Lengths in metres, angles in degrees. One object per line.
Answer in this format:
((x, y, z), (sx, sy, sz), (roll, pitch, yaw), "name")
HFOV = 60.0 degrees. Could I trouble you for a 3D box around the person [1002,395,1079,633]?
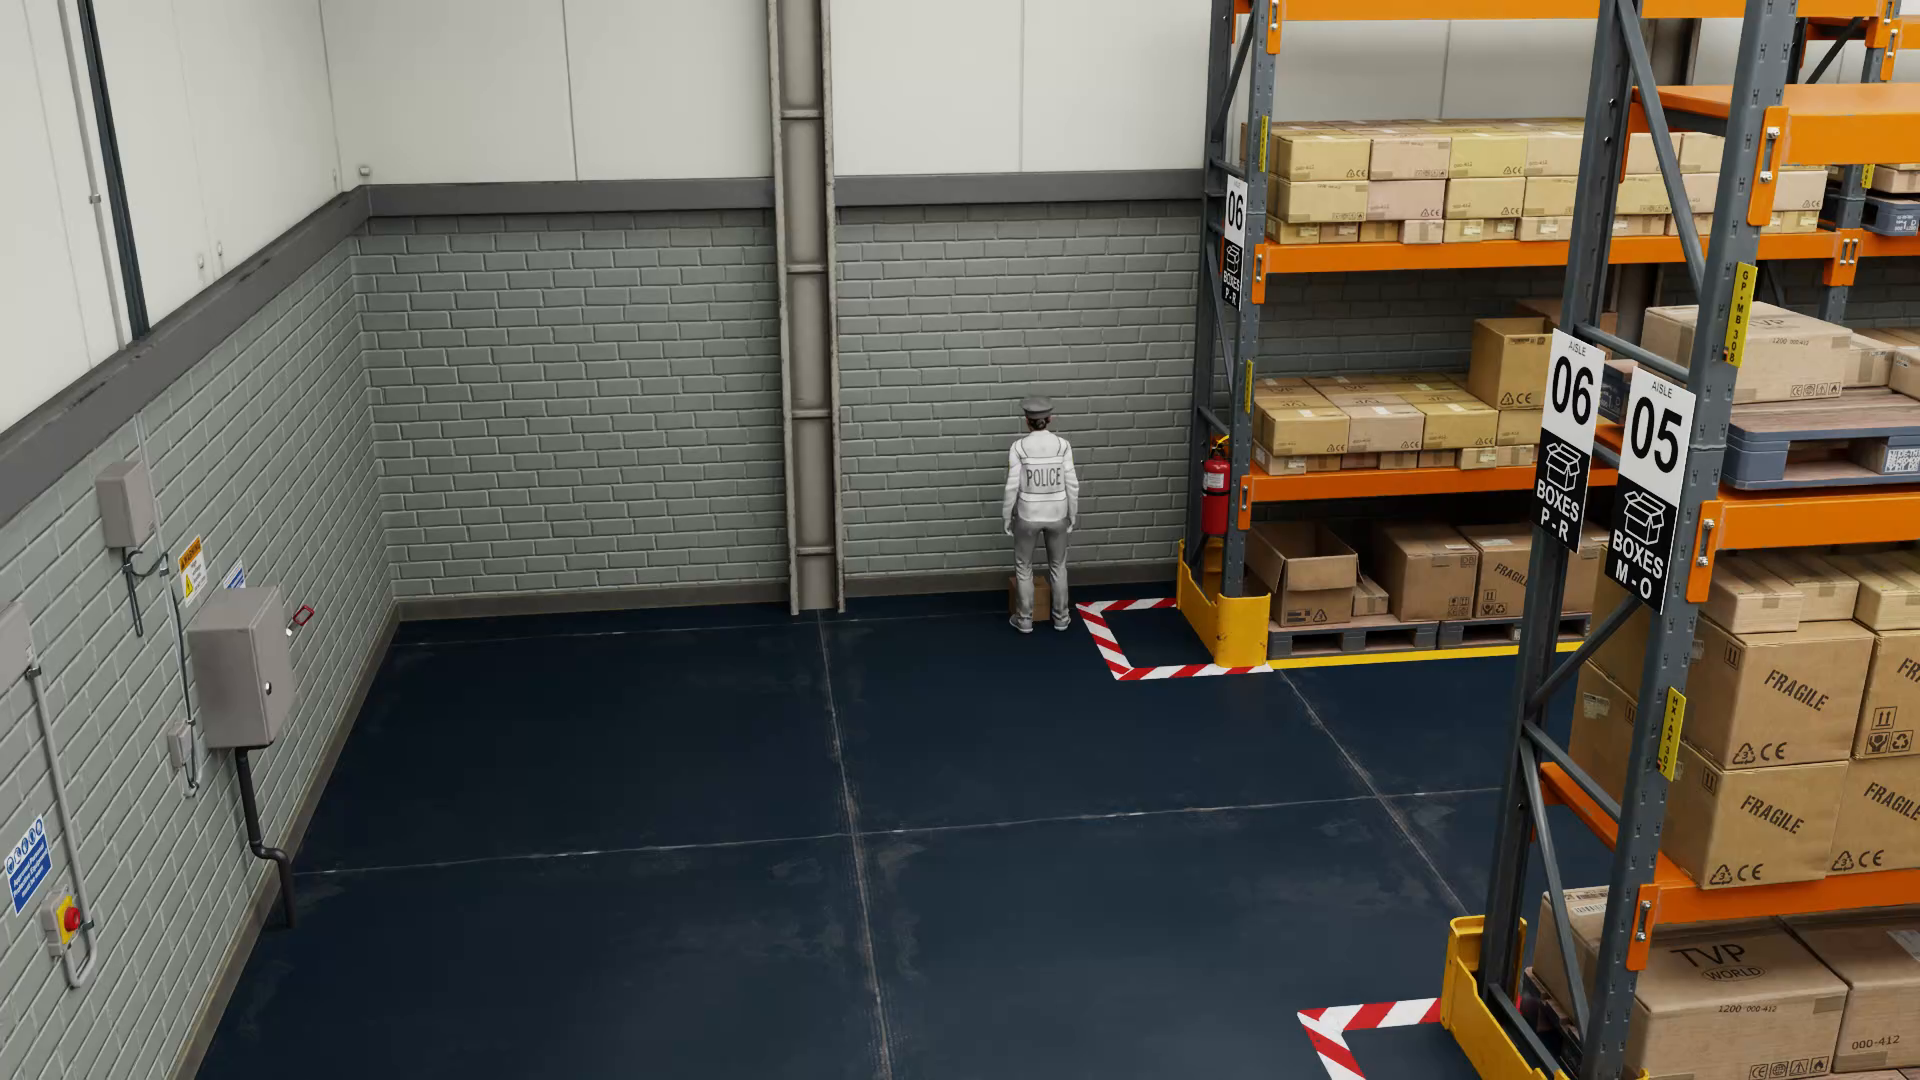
((0.552, -0.158, 11.501), (0.526, 1.663, 0.376), (-3, 20, -8), "person")
